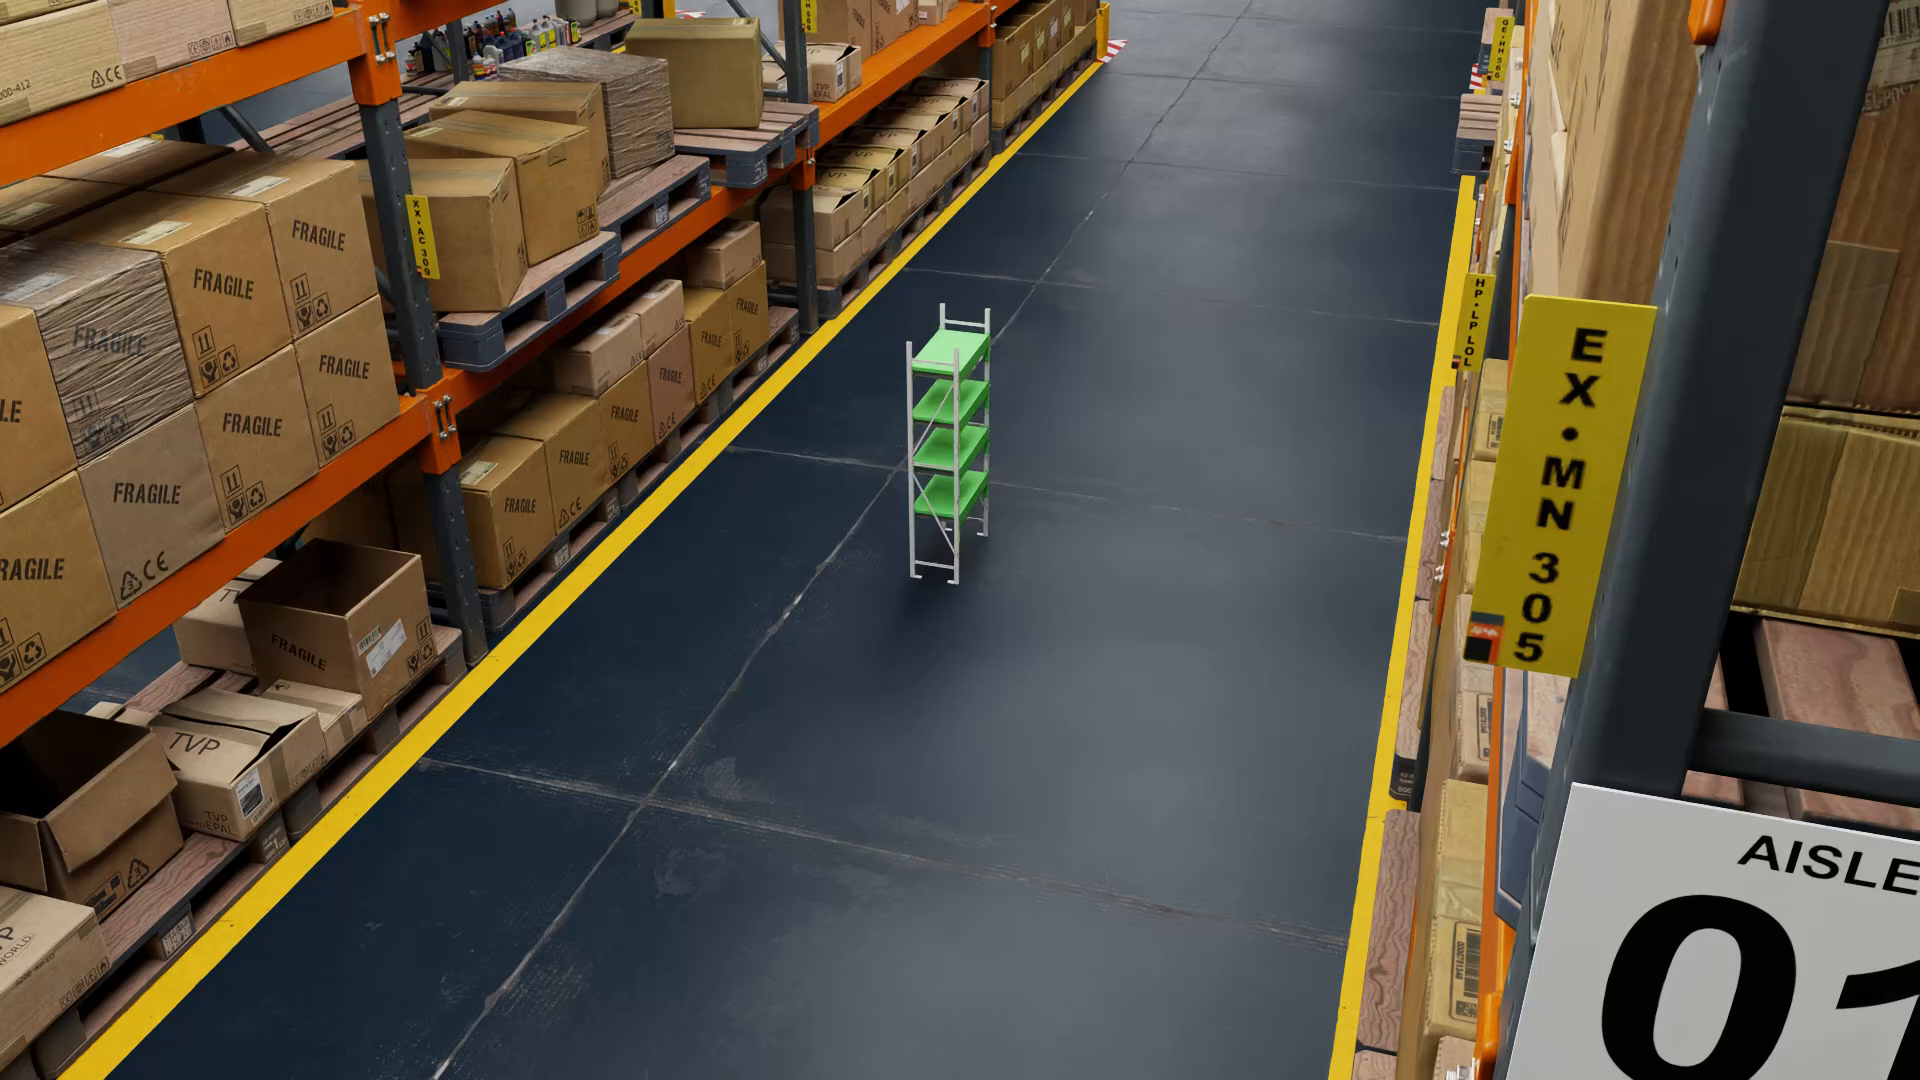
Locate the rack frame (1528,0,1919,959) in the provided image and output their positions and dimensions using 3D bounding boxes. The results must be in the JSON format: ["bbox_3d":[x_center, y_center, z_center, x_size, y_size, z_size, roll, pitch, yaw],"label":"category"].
[{"bbox_3d":[0.986,-0.909,0.628,1.000,3.000,0.127,8,30,15],"label":"rack frame"}]

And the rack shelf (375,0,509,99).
[{"bbox_3d":[-1.989,-2.777,7.812,1.077,0.370,4.000,8,30,15],"label":"rack shelf"}]

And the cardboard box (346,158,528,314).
[{"bbox_3d":[-2.224,-1.267,6.907,0.700,0.500,0.500,-1,29,-2],"label":"cardboard box"}]

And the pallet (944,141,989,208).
[{"bbox_3d":[-0.407,-3.003,13.431,1.003,0.211,1.213,8,30,15],"label":"pallet"}]

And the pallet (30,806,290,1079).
[{"bbox_3d":[-3.135,1.255,5.777,1.003,0.211,1.213,8,30,15],"label":"pallet"}]

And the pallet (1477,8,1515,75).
[{"bbox_3d":[4.145,-3.446,11.556,1.003,0.211,1.213,8,30,15],"label":"pallet"}]

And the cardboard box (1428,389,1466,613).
[{"bbox_3d":[2.485,-0.125,7.168,0.750,0.750,0.750,9,30,16],"label":"cardboard box"}]

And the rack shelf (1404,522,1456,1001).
[{"bbox_3d":[1.573,1.097,3.932,1.077,0.370,4.000,8,30,15],"label":"rack shelf"}]

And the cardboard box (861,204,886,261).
[{"bbox_3d":[-0.821,-2.128,11.385,0.500,0.250,0.500,8,30,13],"label":"cardboard box"}]

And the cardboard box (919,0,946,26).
[{"bbox_3d":[-0.311,-4.076,12.629,0.396,0.266,0.258,8,30,14],"label":"cardboard box"}]

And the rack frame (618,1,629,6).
[{"bbox_3d":[-3.788,-7.137,17.994,1.000,3.000,0.127,8,30,15],"label":"rack frame"}]

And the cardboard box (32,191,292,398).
[{"bbox_3d":[-2.625,-0.822,5.510,0.500,0.500,0.500,8,30,14],"label":"cardboard box"}]

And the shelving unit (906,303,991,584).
[{"bbox_3d":[-0.049,-0.447,7.820,0.258,1.200,0.503,8,30,15],"label":"shelving unit"}]

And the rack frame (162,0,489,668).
[{"bbox_3d":[-2.576,-0.852,6.695,1.000,3.000,0.127,8,30,15],"label":"rack frame"}]

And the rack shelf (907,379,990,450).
[{"bbox_3d":[-0.049,-0.601,7.734,0.258,0.148,0.480,8,30,15],"label":"rack shelf"}]

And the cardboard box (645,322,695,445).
[{"bbox_3d":[-1.753,-0.857,8.824,0.500,0.500,0.500,7,30,13],"label":"cardboard box"}]

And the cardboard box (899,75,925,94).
[{"bbox_3d":[-0.588,-3.640,13.527,0.500,0.311,0.500,9,30,15],"label":"cardboard box"}]

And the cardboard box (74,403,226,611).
[{"bbox_3d":[-2.776,-0.148,5.327,0.500,0.500,0.500,9,30,16],"label":"cardboard box"}]

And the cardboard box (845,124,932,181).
[{"bbox_3d":[-0.520,-2.860,12.125,0.500,0.311,0.500,8,30,14],"label":"cardboard box"}]

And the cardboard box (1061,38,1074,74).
[{"bbox_3d":[0.791,-4.652,15.924,0.500,0.250,0.500,8,30,15],"label":"cardboard box"}]

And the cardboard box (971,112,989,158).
[{"bbox_3d":[-0.073,-3.317,13.524,0.500,0.250,0.500,8,30,14],"label":"cardboard box"}]

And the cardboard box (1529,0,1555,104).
[{"bbox_3d":[1.542,-1.101,3.677,0.500,0.250,0.500,8,30,14],"label":"cardboard box"}]

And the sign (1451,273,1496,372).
[{"bbox_3d":[1.639,-0.691,5.297,0.100,0.325,0.005,8,30,15],"label":"sign"}]

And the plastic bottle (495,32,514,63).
[{"bbox_3d":[-4.329,-4.628,15.757,0.144,0.351,0.185,9,30,16],"label":"plastic bottle"}]

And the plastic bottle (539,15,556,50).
[{"bbox_3d":[-4.094,-5.000,16.425,0.144,0.351,0.185,10,31,17],"label":"plastic bottle"}]

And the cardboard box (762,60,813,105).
[{"bbox_3d":[-1.254,-2.834,10.351,0.500,0.311,0.500,10,31,18],"label":"cardboard box"}]

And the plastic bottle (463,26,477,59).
[{"bbox_3d":[-4.792,-4.860,16.243,0.061,0.283,0.133,8,30,15],"label":"plastic bottle"}]

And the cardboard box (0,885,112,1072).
[{"bbox_3d":[-3.026,1.340,5.132,0.500,0.250,0.500,8,30,15],"label":"cardboard box"}]

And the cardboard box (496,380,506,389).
[{"bbox_3d":[-2.405,-0.683,8.511,0.500,0.500,0.500,9,30,15],"label":"cardboard box"}]

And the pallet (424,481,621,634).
[{"bbox_3d":[-2.374,-0.016,8.062,1.003,0.211,1.213,8,30,15],"label":"pallet"}]

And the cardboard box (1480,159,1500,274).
[{"bbox_3d":[2.492,-1.283,7.041,0.500,0.500,0.500,9,30,16],"label":"cardboard box"}]

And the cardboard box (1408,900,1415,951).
[{"bbox_3d":[1.843,1.095,5.335,0.700,0.500,0.500,9,30,16],"label":"cardboard box"}]

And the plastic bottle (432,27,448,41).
[{"bbox_3d":[-4.992,-4.742,15.961,0.144,0.351,0.185,7,30,12],"label":"plastic bottle"}]

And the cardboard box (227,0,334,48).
[{"bbox_3d":[-2.465,-1.833,5.528,0.500,0.250,0.500,8,30,15],"label":"cardboard box"}]

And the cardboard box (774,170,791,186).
[{"bbox_3d":[-1.338,-2.458,11.403,0.500,0.311,0.500,8,30,14],"label":"cardboard box"}]

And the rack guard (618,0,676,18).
[{"bbox_3d":[-3.766,-6.002,18.526,1.175,0.500,0.348,8,30,15],"label":"rack guard"}]

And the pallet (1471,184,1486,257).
[{"bbox_3d":[4.281,-2.284,12.138,1.003,0.211,1.213,8,30,15],"label":"pallet"}]

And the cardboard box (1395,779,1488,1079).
[{"bbox_3d":[1.329,1.003,3.053,0.980,0.700,0.700,8,30,14],"label":"cardboard box"}]

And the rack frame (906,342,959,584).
[{"bbox_3d":[-0.120,-0.334,7.616,0.240,1.200,0.015,8,30,15],"label":"rack frame"}]

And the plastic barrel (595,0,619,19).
[{"bbox_3d":[-3.908,-5.916,17.927,0.421,0.512,0.421,0,29,0],"label":"plastic barrel"}]

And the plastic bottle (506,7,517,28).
[{"bbox_3d":[-4.618,-5.339,17.115,0.097,0.271,0.097,0,29,0],"label":"plastic bottle"}]

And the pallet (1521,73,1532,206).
[{"bbox_3d":[1.910,-1.040,4.039,1.003,0.211,1.213,8,30,15],"label":"pallet"}]

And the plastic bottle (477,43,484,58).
[{"bbox_3d":[-4.483,-4.538,15.663,0.061,0.283,0.133,8,30,15],"label":"plastic bottle"}]

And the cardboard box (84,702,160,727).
[{"bbox_3d":[-3.151,0.762,6.257,0.380,0.166,0.250,8,30,15],"label":"cardboard box"}]

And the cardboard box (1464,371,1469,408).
[{"bbox_3d":[2.181,-0.609,6.497,0.380,0.149,0.250,9,30,15],"label":"cardboard box"}]

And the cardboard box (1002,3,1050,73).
[{"bbox_3d":[0.501,-4.515,14.905,0.500,0.500,0.500,8,30,15],"label":"cardboard box"}]

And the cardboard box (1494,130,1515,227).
[{"bbox_3d":[2.362,-1.383,6.451,0.500,0.250,0.500,9,30,16],"label":"cardboard box"}]

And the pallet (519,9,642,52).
[{"bbox_3d":[-4.009,-5.499,17.919,1.003,0.211,1.213,8,30,15],"label":"pallet"}]

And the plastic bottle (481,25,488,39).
[{"bbox_3d":[-4.777,-5.056,16.680,0.097,0.201,0.097,0,29,0],"label":"plastic bottle"}]
